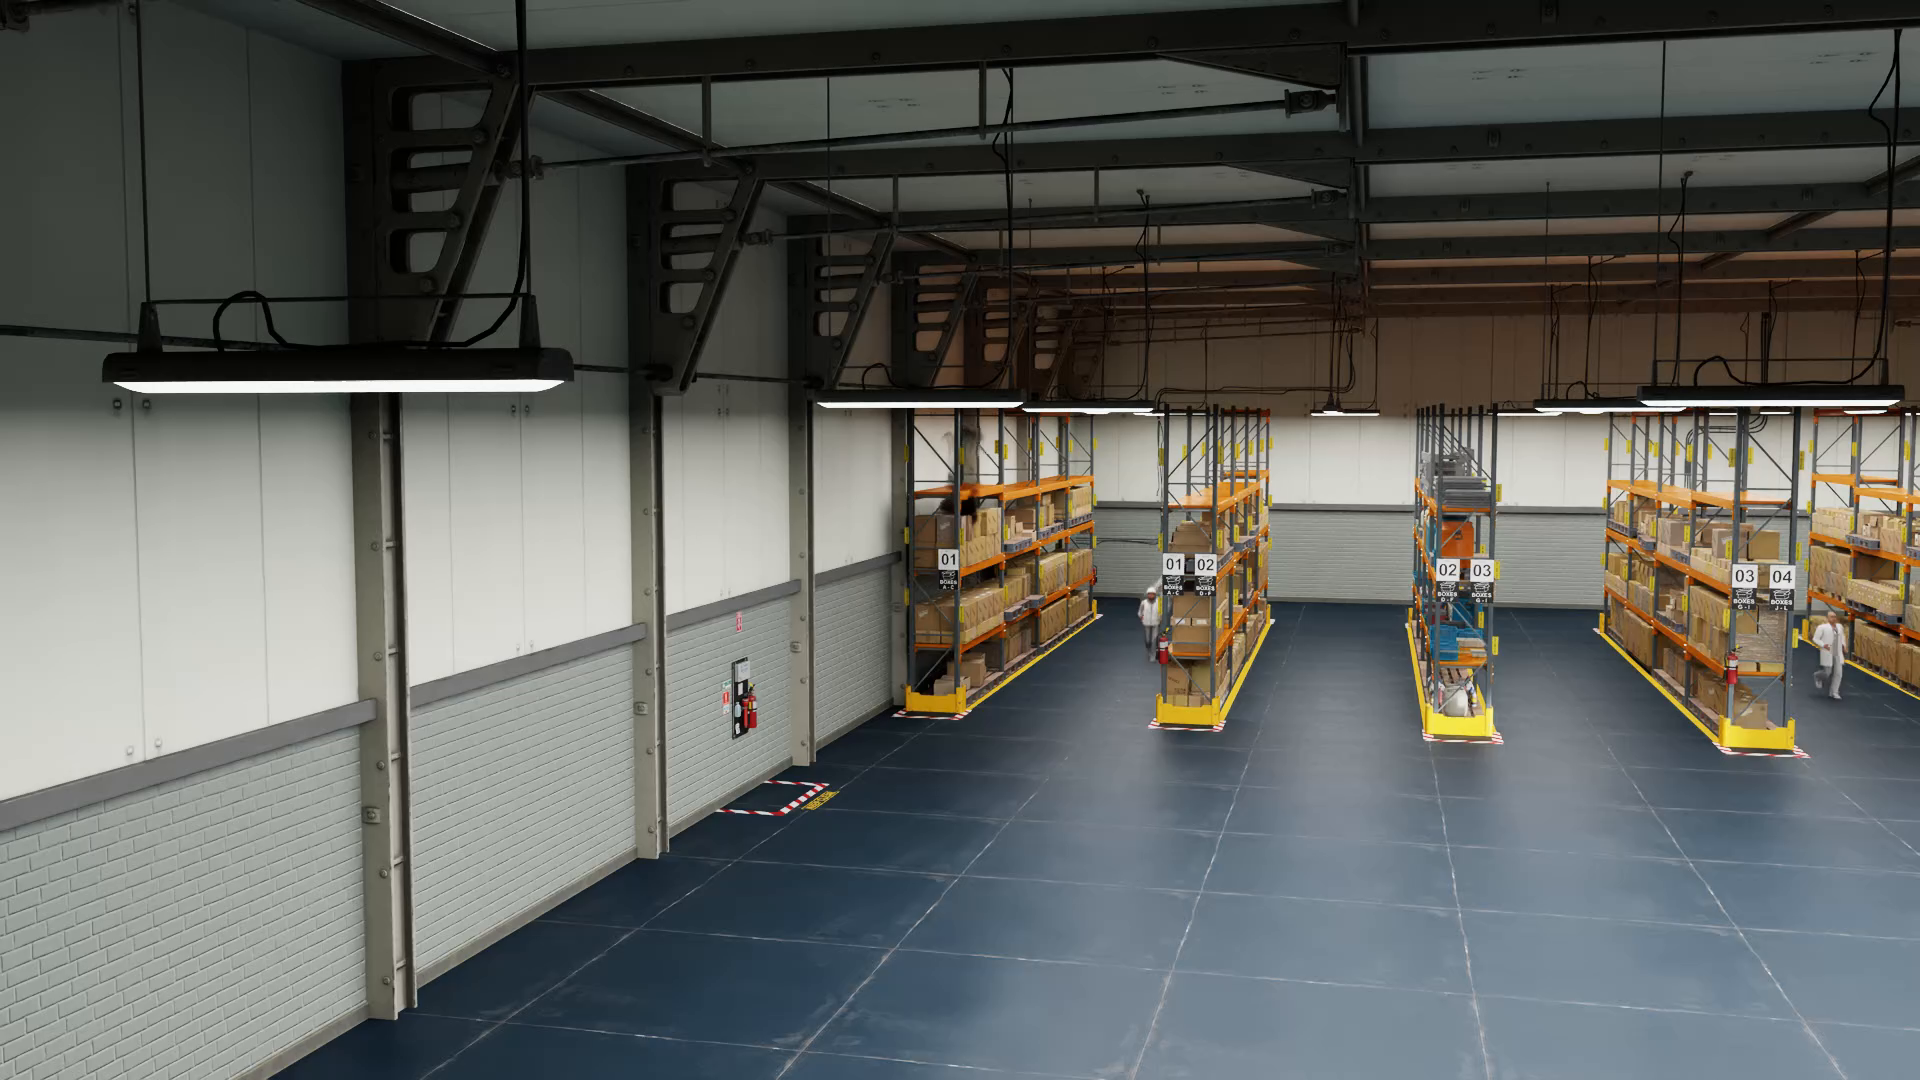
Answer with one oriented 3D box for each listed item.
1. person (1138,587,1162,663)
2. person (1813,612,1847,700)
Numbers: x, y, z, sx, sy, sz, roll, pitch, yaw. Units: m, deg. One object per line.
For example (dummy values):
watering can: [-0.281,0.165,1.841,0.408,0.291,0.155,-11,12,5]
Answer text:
person: [4.534,1.986,39.342,0.650,1.754,0.836,1,4,9]
person: [17.948,2.356,34.284,0.712,1.764,0.918,0,4,1]
